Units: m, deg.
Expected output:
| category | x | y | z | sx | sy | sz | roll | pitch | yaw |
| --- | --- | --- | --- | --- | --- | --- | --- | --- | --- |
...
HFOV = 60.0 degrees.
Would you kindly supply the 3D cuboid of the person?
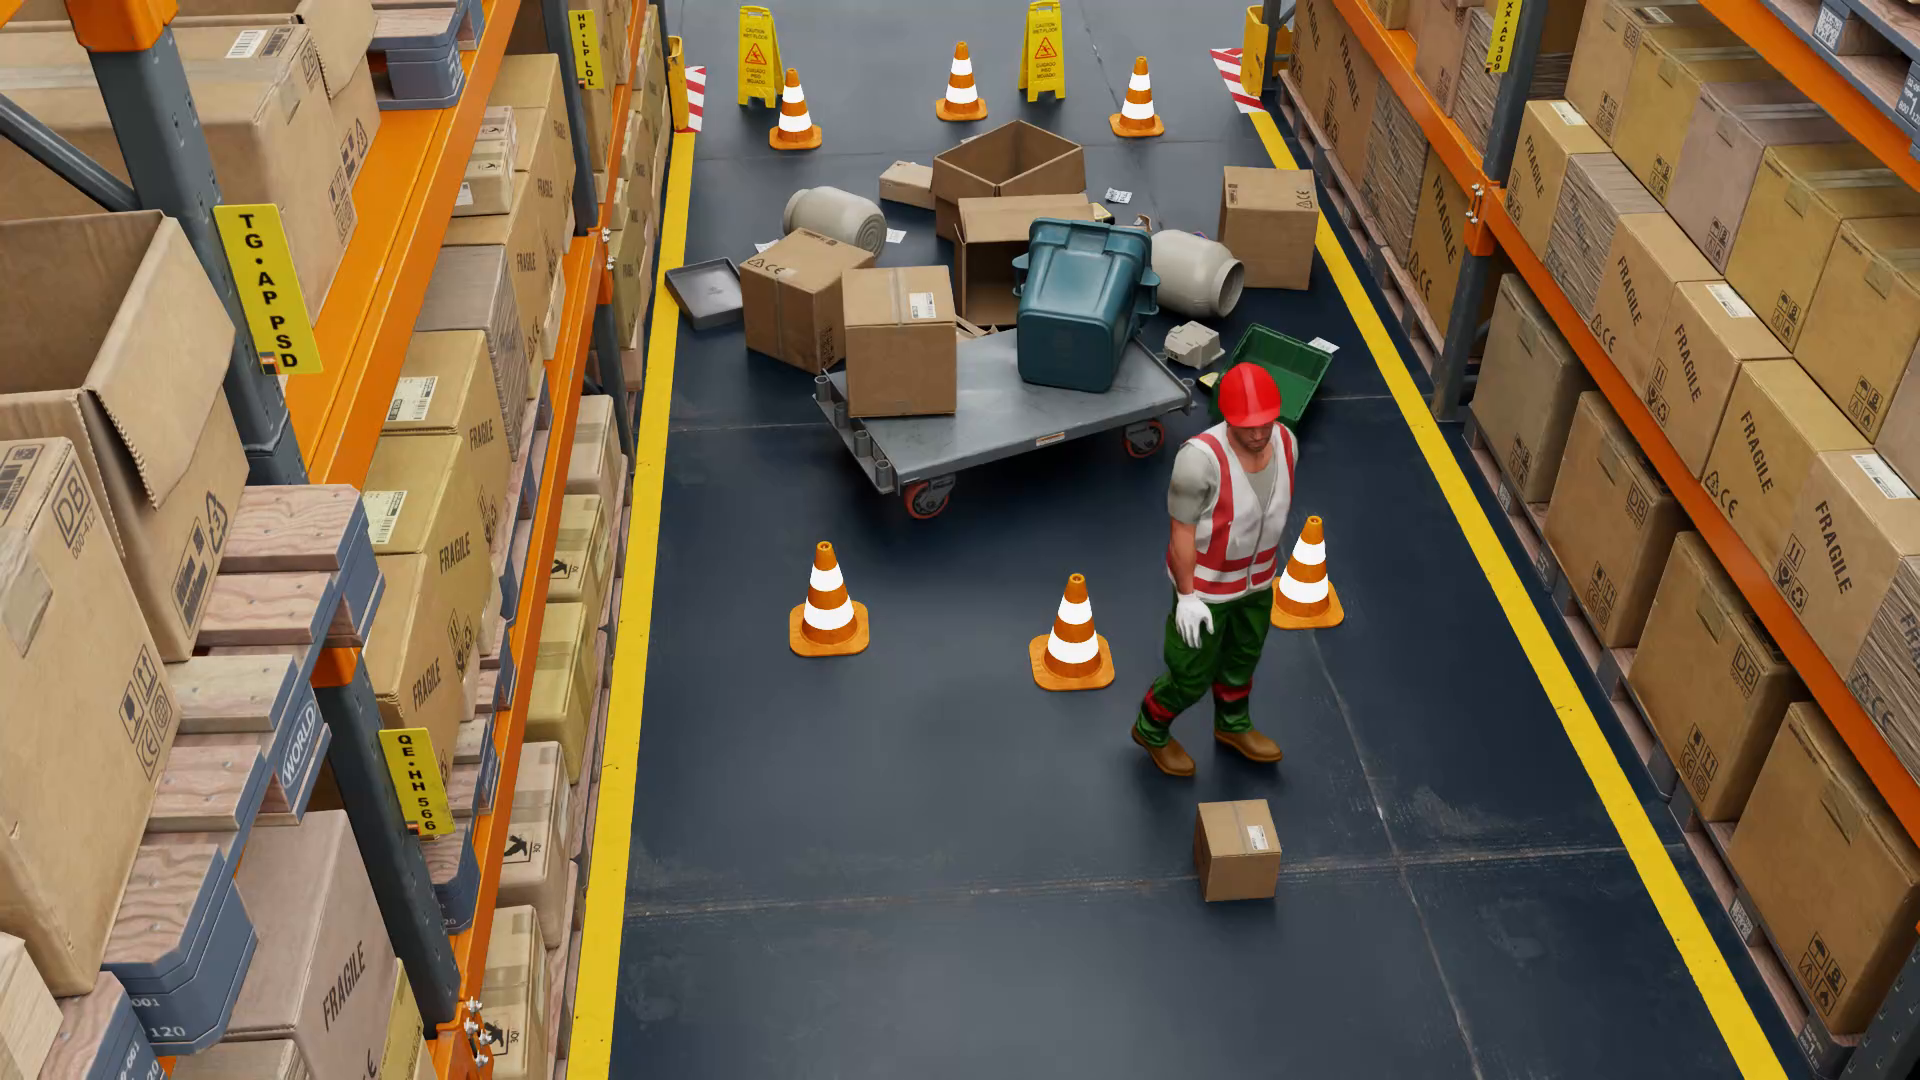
| category | x | y | z | sx | sy | sz | roll | pitch | yaw |
| --- | --- | --- | --- | --- | --- | --- | --- | --- | --- |
| person | 0.945 | 0.141 | 5.912 | 0.539 | 1.794 | 0.413 | -21 | 43 | -24 |
